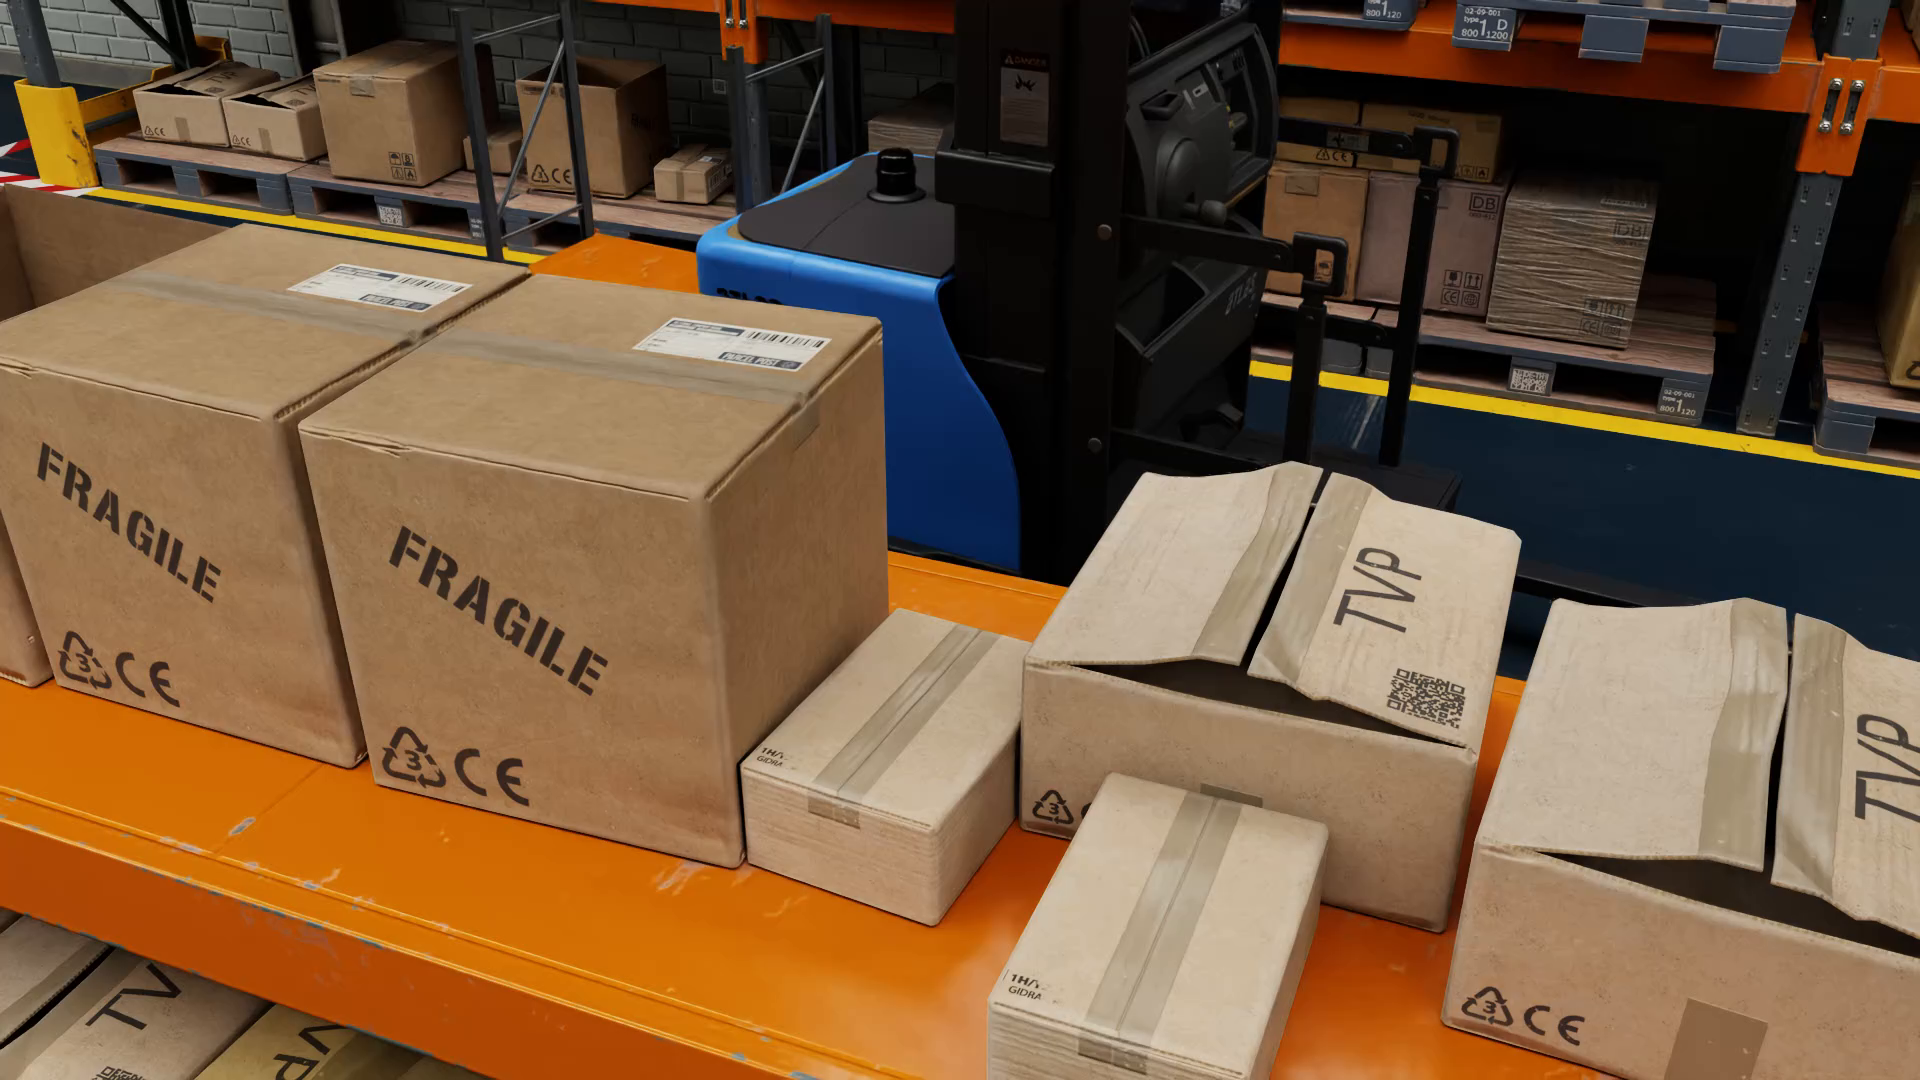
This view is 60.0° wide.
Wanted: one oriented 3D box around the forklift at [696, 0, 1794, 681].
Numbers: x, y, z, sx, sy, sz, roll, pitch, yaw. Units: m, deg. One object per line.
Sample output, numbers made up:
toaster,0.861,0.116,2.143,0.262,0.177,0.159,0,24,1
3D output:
forklift,0.799,-1.036,4.104,3.031,2.935,1.130,15,33,25

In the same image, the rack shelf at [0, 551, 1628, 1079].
rack shelf,-0.705,0.240,2.362,3.687,0.071,0.831,11,31,19

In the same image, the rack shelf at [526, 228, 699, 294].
rack shelf,-0.967,-0.786,5.483,1.000,0.185,0.538,15,33,25

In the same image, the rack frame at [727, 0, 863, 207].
rack frame,-0.700,-2.640,6.873,0.127,3.000,1.000,11,31,19

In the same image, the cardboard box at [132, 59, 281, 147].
cardboard box,-3.799,-2.232,8.436,0.500,0.311,0.500,8,30,13

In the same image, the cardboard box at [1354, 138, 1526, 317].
cardboard box,1.886,-1.261,6.526,0.500,0.500,0.700,11,31,19

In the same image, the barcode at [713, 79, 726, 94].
barcode,-1.110,-2.092,7.671,0.075,0.075,0.001,11,31,19

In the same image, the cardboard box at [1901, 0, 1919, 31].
cardboard box,3.405,-1.856,5.720,0.250,0.149,0.380,12,32,20

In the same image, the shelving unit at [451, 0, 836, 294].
shelving unit,-0.959,-0.941,5.390,1.083,1.500,0.587,15,33,25

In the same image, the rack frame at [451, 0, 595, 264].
rack frame,-1.414,-1.062,5.606,0.032,1.500,0.500,15,33,25

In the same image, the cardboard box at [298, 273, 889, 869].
cardboard box,-0.413,0.013,2.077,0.500,0.500,0.500,10,31,16

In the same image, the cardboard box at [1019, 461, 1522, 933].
cardboard box,0.392,0.144,2.037,0.500,0.311,0.500,11,31,19

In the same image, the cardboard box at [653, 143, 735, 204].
cardboard box,-1.207,-1.684,7.612,0.250,0.166,0.380,7,30,13

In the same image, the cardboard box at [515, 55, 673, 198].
cardboard box,-1.676,-1.917,7.687,0.500,0.500,0.500,9,31,15

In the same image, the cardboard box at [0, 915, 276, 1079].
cardboard box,-1.327,0.770,2.638,0.500,0.311,0.500,10,31,17

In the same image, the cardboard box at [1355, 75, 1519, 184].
cardboard box,1.815,-1.573,6.316,0.500,0.250,0.500,12,32,20

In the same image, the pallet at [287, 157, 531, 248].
pallet,-2.470,-1.759,8.148,1.213,0.211,1.003,11,31,19

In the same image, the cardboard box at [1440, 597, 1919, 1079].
cardboard box,0.827,0.311,1.742,0.500,0.311,0.500,13,32,22

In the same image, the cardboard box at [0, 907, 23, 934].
cardboard box,-1.808,0.674,2.806,0.500,0.311,0.500,11,31,19

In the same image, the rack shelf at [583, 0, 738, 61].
rack shelf,-2.553,-2.697,7.704,4.000,0.370,1.077,11,31,19

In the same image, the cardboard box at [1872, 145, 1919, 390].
cardboard box,3.639,-0.951,5.642,0.750,0.750,0.750,11,31,18

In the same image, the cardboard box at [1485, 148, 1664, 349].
cardboard box,2.320,-1.113,6.264,0.500,0.500,0.700,12,32,20

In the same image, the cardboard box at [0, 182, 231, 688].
cardboard box,-1.365,-0.177,2.414,0.500,0.500,0.500,14,32,23

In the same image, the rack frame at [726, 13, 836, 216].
rack frame,-0.521,-0.823,5.183,0.032,1.500,0.500,15,33,25

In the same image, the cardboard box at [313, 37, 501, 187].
cardboard box,-2.610,-2.050,7.923,0.500,0.500,0.700,9,31,16

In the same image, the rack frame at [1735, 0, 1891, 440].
rack frame,3.007,-1.900,5.563,0.127,3.000,1.000,11,31,19

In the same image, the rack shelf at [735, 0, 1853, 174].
rack shelf,1.154,-1.957,6.395,4.000,0.370,1.077,11,31,19

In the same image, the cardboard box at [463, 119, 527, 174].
cardboard box,-2.174,-1.896,8.005,0.250,0.149,0.380,9,31,15

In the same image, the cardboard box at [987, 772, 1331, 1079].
cardboard box,0.211,0.428,1.699,0.250,0.149,0.380,11,31,19

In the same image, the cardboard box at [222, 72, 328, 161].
cardboard box,-3.271,-2.127,8.250,0.500,0.311,0.500,14,32,23

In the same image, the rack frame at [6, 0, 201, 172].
rack frame,-4.406,-3.380,8.182,0.127,3.000,1.000,11,31,19

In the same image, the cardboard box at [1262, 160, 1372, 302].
cardboard box,1.415,-1.340,6.666,0.500,0.500,0.700,11,31,19

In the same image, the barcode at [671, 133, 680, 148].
barcode,-1.375,-1.916,7.969,0.075,0.075,0.001,11,31,19

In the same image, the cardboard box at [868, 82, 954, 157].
cardboard box,-0.011,-1.615,7.152,0.500,0.500,0.700,12,32,21

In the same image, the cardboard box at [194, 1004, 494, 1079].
cardboard box,-0.844,0.863,2.472,0.500,0.311,0.500,12,32,20

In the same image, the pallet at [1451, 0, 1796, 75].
pallet,2.306,-1.900,5.758,1.003,0.211,1.213,11,31,19

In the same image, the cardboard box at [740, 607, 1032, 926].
cardboard box,-0.055,0.258,2.000,0.250,0.149,0.380,14,32,23

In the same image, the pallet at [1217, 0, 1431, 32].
pallet,1.157,-2.164,6.225,1.213,0.211,1.003,11,31,19

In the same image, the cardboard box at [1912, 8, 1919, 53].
cardboard box,3.225,-1.633,5.326,0.250,0.149,0.380,11,31,18

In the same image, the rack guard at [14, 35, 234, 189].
rack guard,-4.336,-2.278,8.772,0.348,0.500,1.175,11,31,19

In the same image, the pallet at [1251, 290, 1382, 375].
pallet,1.157,-1.058,6.907,1.213,0.211,1.003,11,31,19

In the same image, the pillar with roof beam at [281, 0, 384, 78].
pillar with roof beam,-5.051,-4.294,3.702,0.400,9.000,9.100,11,31,19

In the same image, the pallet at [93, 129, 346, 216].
pallet,-3.596,-1.986,8.549,1.213,0.211,1.003,11,31,19

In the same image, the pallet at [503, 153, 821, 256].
pallet,-1.335,-1.534,7.750,1.213,0.211,1.003,11,31,19

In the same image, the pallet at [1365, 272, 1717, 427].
pallet,2.283,-0.831,6.506,1.213,0.211,1.003,11,31,19

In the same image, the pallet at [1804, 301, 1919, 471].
pallet,3.709,-0.506,5.931,1.213,0.211,1.003,11,31,19

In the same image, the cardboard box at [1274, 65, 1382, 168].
cardboard box,1.337,-1.666,6.481,0.500,0.250,0.500,11,31,19

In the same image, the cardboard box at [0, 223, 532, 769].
cardboard box,-0.901,-0.085,2.250,0.500,0.500,0.500,11,31,19

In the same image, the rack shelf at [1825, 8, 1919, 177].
rack shelf,4.860,-1.217,5.086,4.000,0.370,1.077,11,31,19
